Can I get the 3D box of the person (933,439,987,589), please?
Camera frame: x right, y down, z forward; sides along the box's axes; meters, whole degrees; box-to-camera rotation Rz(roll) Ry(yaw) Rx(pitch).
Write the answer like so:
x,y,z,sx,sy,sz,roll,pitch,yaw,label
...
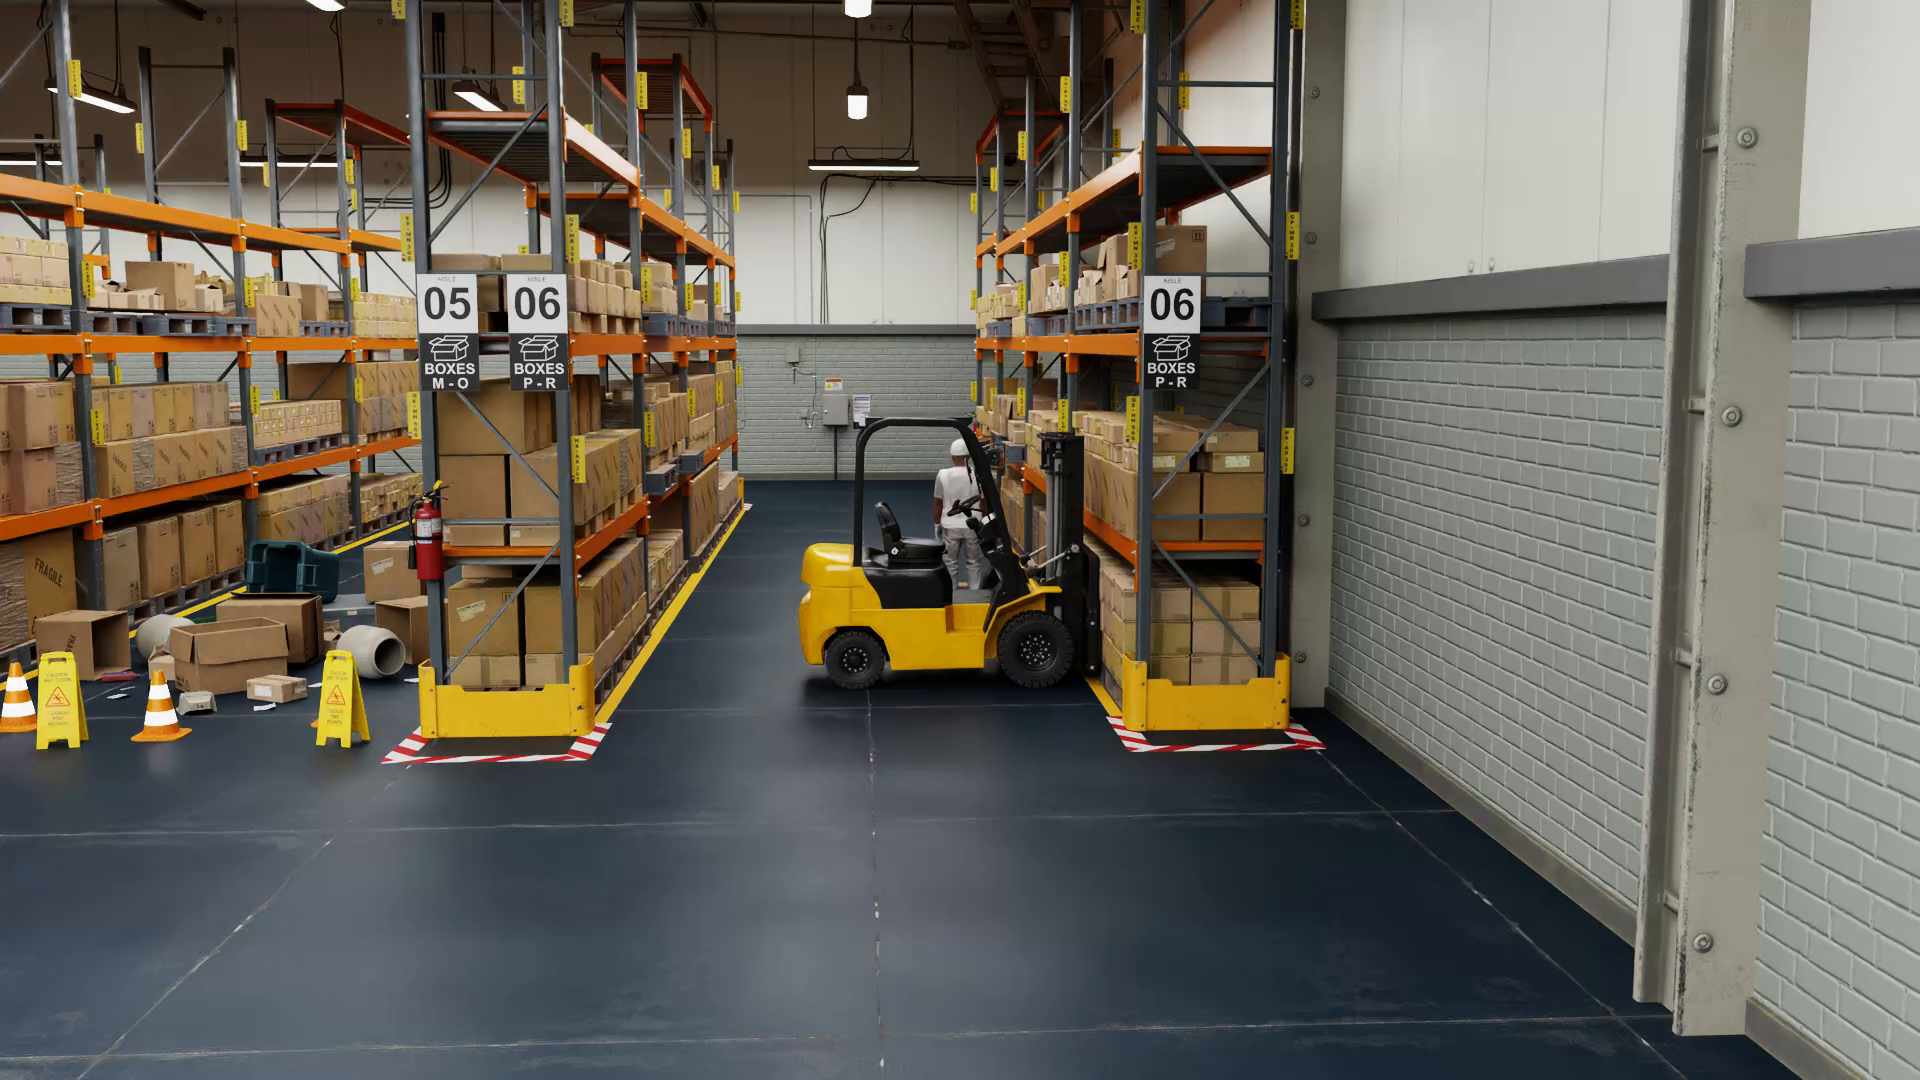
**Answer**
x,y,z,sx,sy,sz,roll,pitch,yaw,label
0.005,-0.109,16.665,0.545,1.803,0.350,0,7,-2,person
